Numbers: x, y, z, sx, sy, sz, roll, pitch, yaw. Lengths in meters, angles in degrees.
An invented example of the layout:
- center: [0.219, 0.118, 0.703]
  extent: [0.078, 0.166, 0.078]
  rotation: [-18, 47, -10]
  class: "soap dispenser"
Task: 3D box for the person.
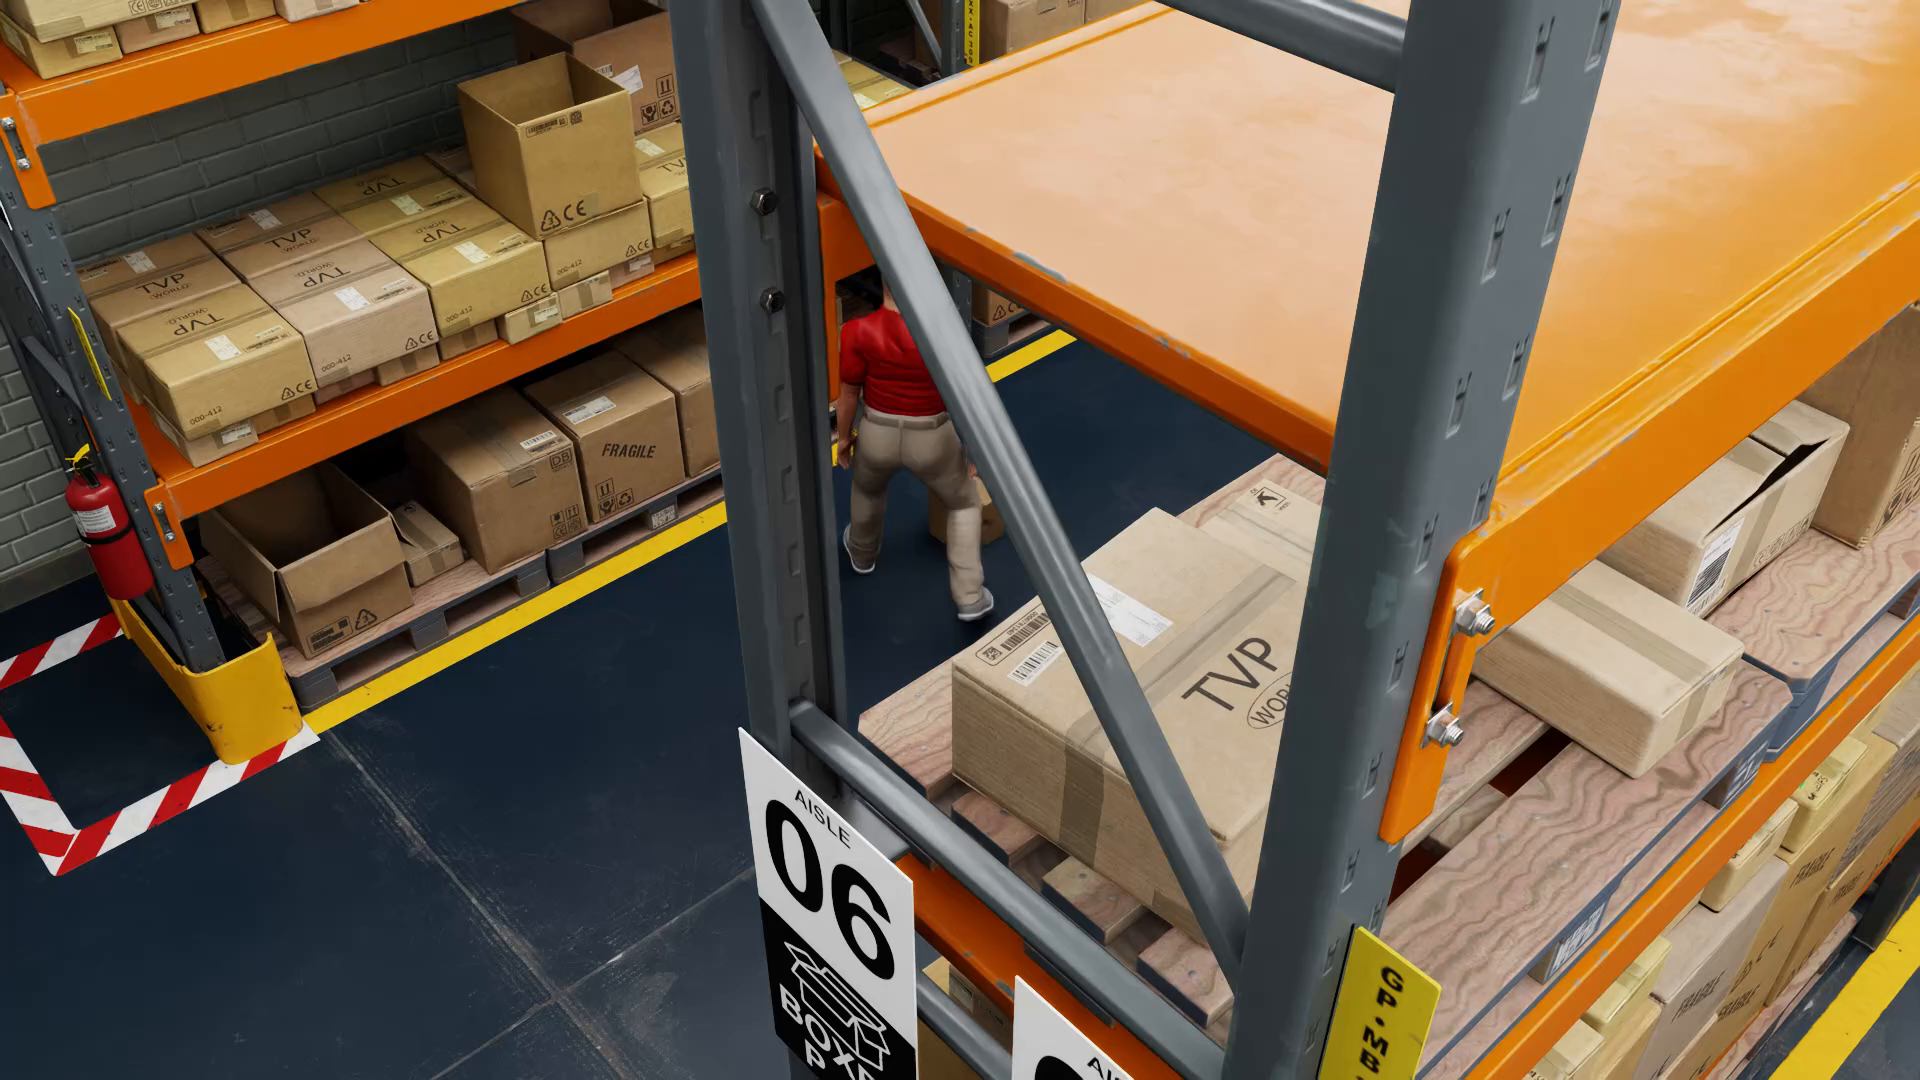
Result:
- center: [-0.208, -0.440, 7.033]
  extent: [0.769, 1.703, 0.724]
  rotation: [6, 40, 7]
  class: "person"
